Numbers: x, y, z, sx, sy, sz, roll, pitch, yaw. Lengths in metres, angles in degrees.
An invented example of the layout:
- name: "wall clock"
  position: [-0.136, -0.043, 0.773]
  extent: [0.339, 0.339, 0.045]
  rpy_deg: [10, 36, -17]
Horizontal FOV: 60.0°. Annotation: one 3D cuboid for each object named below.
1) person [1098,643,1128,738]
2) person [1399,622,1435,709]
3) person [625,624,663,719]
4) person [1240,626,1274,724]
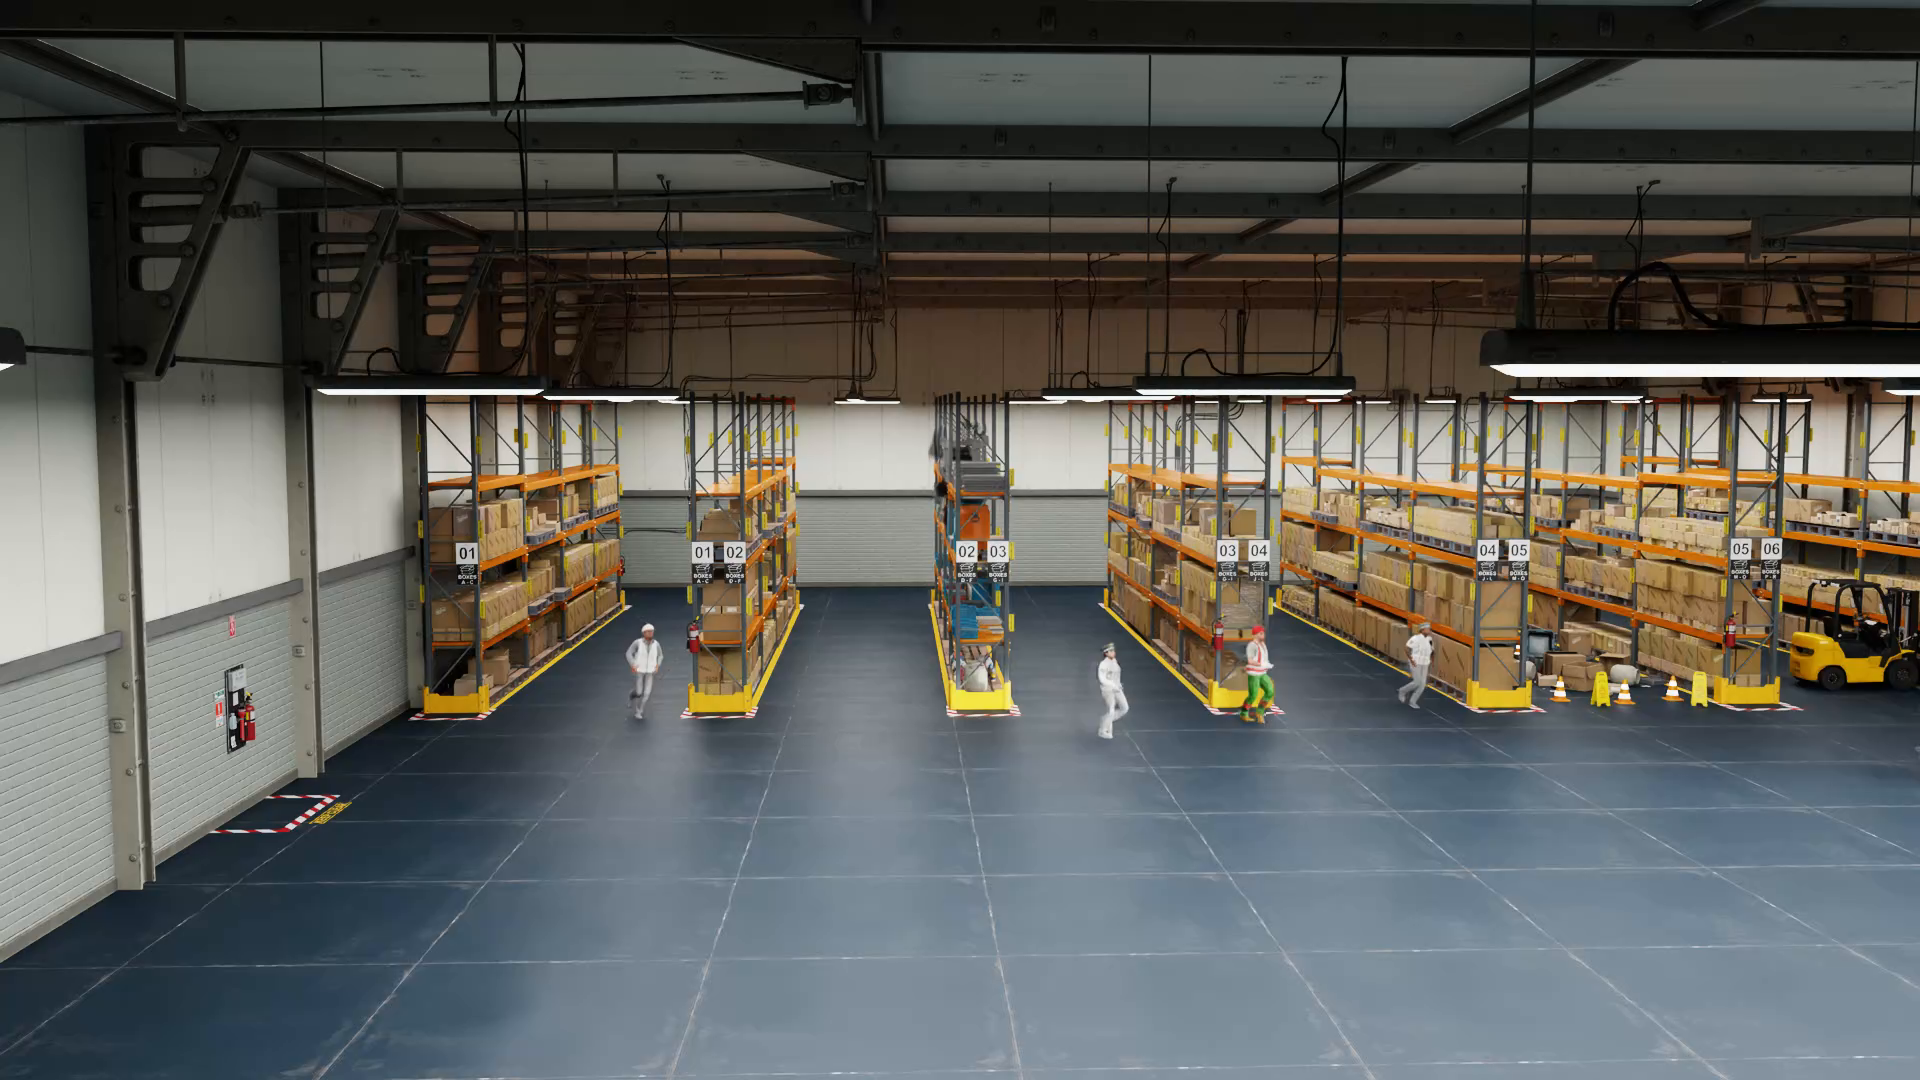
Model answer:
- name: "person"
  position: [2.638, 2.594, 28.740]
  extent: [0.534, 1.658, 0.629]
  rpy_deg: [3, 6, 37]
- name: "person"
  position: [8.783, 2.368, 31.791]
  extent: [0.643, 1.646, 0.528]
  rpy_deg: [-2, 5, -24]
- name: "person"
  position: [-5.836, 2.425, 30.845]
  extent: [0.678, 1.748, 0.586]
  rpy_deg: [-2, 5, -28]
- name: "person"
  position: [5.399, 2.446, 29.987]
  extent: [0.712, 1.817, 0.685]
  rpy_deg: [4, 6, 43]
